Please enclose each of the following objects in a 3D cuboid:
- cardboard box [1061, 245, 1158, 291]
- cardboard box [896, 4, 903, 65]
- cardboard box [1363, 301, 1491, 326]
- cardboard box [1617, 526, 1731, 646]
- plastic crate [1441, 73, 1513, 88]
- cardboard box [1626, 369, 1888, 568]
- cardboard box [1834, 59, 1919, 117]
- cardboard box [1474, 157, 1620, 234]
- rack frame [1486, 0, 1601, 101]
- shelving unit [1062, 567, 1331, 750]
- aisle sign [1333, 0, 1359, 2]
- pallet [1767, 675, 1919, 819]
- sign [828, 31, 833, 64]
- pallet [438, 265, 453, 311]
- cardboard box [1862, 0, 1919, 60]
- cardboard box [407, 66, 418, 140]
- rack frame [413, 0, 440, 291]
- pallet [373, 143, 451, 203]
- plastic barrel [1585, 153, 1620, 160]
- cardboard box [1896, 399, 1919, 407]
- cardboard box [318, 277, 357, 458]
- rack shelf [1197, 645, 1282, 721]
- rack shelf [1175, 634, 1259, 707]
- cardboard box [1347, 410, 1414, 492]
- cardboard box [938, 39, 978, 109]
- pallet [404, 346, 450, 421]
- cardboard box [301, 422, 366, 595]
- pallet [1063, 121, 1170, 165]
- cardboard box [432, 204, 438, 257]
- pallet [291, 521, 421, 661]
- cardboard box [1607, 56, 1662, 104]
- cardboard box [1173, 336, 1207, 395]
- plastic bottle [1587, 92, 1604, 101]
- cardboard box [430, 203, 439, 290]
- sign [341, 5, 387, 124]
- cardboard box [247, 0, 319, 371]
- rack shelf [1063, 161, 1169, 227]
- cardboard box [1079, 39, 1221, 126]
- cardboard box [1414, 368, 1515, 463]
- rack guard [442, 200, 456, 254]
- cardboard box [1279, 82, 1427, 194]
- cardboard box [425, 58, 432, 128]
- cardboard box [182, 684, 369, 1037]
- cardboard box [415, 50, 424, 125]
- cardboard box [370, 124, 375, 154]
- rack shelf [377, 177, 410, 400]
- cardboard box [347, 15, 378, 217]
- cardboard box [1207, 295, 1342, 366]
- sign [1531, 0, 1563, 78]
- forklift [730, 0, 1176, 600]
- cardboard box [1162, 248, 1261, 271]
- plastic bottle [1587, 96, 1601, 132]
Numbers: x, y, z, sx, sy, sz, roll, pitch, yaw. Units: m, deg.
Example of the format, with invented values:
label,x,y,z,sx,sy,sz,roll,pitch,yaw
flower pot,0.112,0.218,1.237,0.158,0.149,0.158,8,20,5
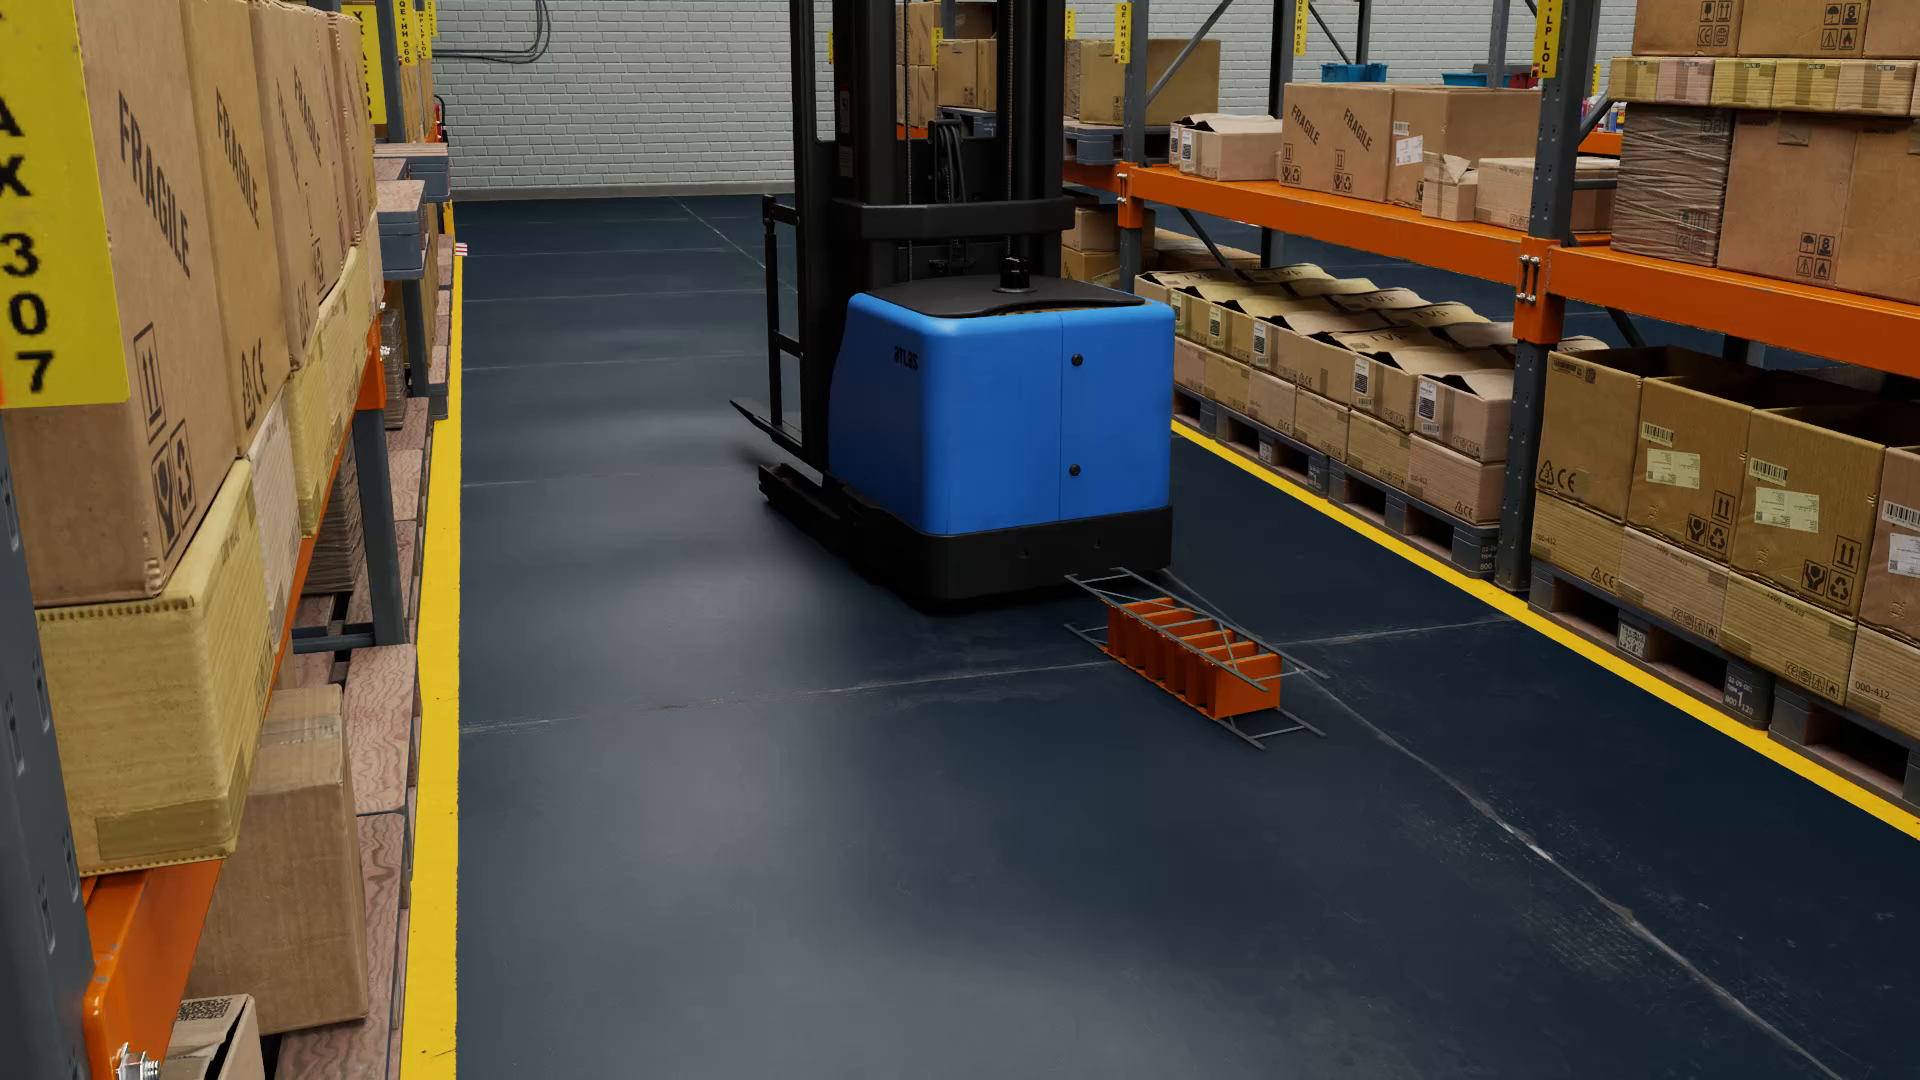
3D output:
label,x,y,z,sx,sy,sz,roll,pitch,yaw
cardboard box,0.959,-1.646,10.798,0.500,0.500,0.500,-4,17,-13
cardboard box,-0.327,-4.426,14.560,0.500,0.500,0.500,-5,17,-15
cardboard box,2.243,-0.998,8.135,0.500,0.311,0.500,-4,17,-14
cardboard box,2.510,0.121,5.385,0.500,0.250,0.500,-5,17,-15
plastic crate,4.650,-4.013,15.019,0.392,0.384,0.575,-5,17,-15
cardboard box,2.513,-0.239,5.278,0.500,0.500,0.500,-5,17,-15
cardboard box,2.711,-1.272,4.672,0.380,0.149,0.250,-5,18,-17
cardboard box,2.364,-1.347,6.482,0.500,0.250,0.500,-4,17,-12
rack frame,5.106,-3.889,14.686,1.000,3.000,0.127,-5,17,-15
shelving unit,0.732,0.357,5.426,0.258,0.189,1.200,-8,18,-24
aisle sign,4.269,-6.284,18.138,0.394,0.787,0.004,-5,17,-15
pallet,3.058,0.611,4.551,1.003,0.211,1.213,-5,17,-15
sign,-1.278,-4.977,16.801,0.100,0.325,0.005,-5,17,-15
pallet,-4.553,-1.987,13.200,1.003,0.211,1.213,-5,17,-15
cardboard box,2.946,-1.555,4.484,0.700,0.500,0.500,-5,17,-15
cardboard box,-3.342,-2.500,9.334,0.500,0.500,0.500,-4,17,-13
rack frame,-4.419,-3.106,12.078,1.000,3.000,0.127,-5,17,-15
pallet,-3.022,-1.719,7.794,1.213,0.211,1.003,-5,17,-15
plastic barrel,5.434,-2.738,13.770,0.600,0.901,0.708,-5,17,-15
cardboard box,3.146,-0.141,4.953,0.500,0.500,0.500,-5,17,-15
cardboard box,-1.378,-0.308,2.991,0.500,0.250,0.500,-5,17,-15
rack shelf,0.869,0.439,5.153,0.258,0.180,0.103,-8,18,-24
rack shelf,0.817,0.408,5.257,0.258,0.180,0.103,-8,18,-24
cardboard box,2.011,-0.402,7.126,0.500,0.250,0.500,-5,17,-16
cardboard box,0.258,-3.599,12.815,0.700,0.500,0.500,-12,20,-34
pallet,-3.464,-0.888,9.542,1.003,0.211,1.213,-5,17,-15
cardboard box,-2.439,-0.109,5.681,0.700,0.500,0.500,-4,17,-13
pallet,1.188,-2.482,10.335,1.213,0.211,1.003,-5,17,-15
cardboard box,-4.800,-2.606,14.030,0.700,0.500,0.500,-4,17,-14
pallet,-2.436,0.227,5.829,1.003,0.211,1.213,-5,17,-15
cardboard box,2.429,-1.555,5.612,0.380,0.149,0.250,-5,17,-15
cardboard box,1.442,-0.969,9.015,0.500,0.250,0.500,-5,17,-17
plastic bottle,5.525,-3.746,14.426,0.152,0.276,0.135,-5,17,-15
cardboard box,-4.116,-2.108,11.763,0.750,0.750,0.750,-4,17,-15
sign,-1.701,-1.353,4.737,0.100,0.325,0.005,-5,17,-15
cardboard box,-1.226,-0.520,2.393,0.500,0.500,0.500,-5,18,-17
rack shelf,0.892,-2.601,11.647,1.077,0.370,4.000,-5,17,-15
cardboard box,1.160,-2.807,10.177,0.700,0.500,0.500,-12,20,-34
cardboard box,2.154,-0.528,6.571,0.500,0.311,0.500,-5,17,-15
rack guard,-5.525,-3.022,16.143,1.175,0.500,0.348,-5,17,-15
cardboard box,1.919,-1.977,8.147,0.500,0.500,0.500,-6,18,-18
cardboard box,-4.957,-3.804,13.880,0.980,0.700,0.700,-6,18,-18
cardboard box,-1.535,0.637,3.199,0.700,0.500,0.500,-6,18,-19
cardboard box,-3.900,-3.058,11.192,0.500,0.500,0.500,-5,17,-15
cardboard box,-3.002,-1.976,7.379,0.700,0.500,0.500,-6,18,-20
rack shelf,-2.770,-1.102,6.657,1.077,0.370,4.000,-5,17,-15
cardboard box,-1.793,-1.084,4.268,0.500,0.500,0.500,-5,17,-15
cardboard box,1.594,-1.091,8.445,0.500,0.311,0.500,-5,17,-17
sign,2.022,-1.757,5.712,0.100,0.325,0.005,-5,17,-15
forklift,-0.259,-1.567,7.074,1.130,2.935,3.031,-7,18,-23
cardboard box,1.592,-1.554,10.493,0.500,0.500,0.500,-4,17,-13
plastic bottle,5.122,-3.416,13.324,0.152,0.276,0.135,-5,17,-15
